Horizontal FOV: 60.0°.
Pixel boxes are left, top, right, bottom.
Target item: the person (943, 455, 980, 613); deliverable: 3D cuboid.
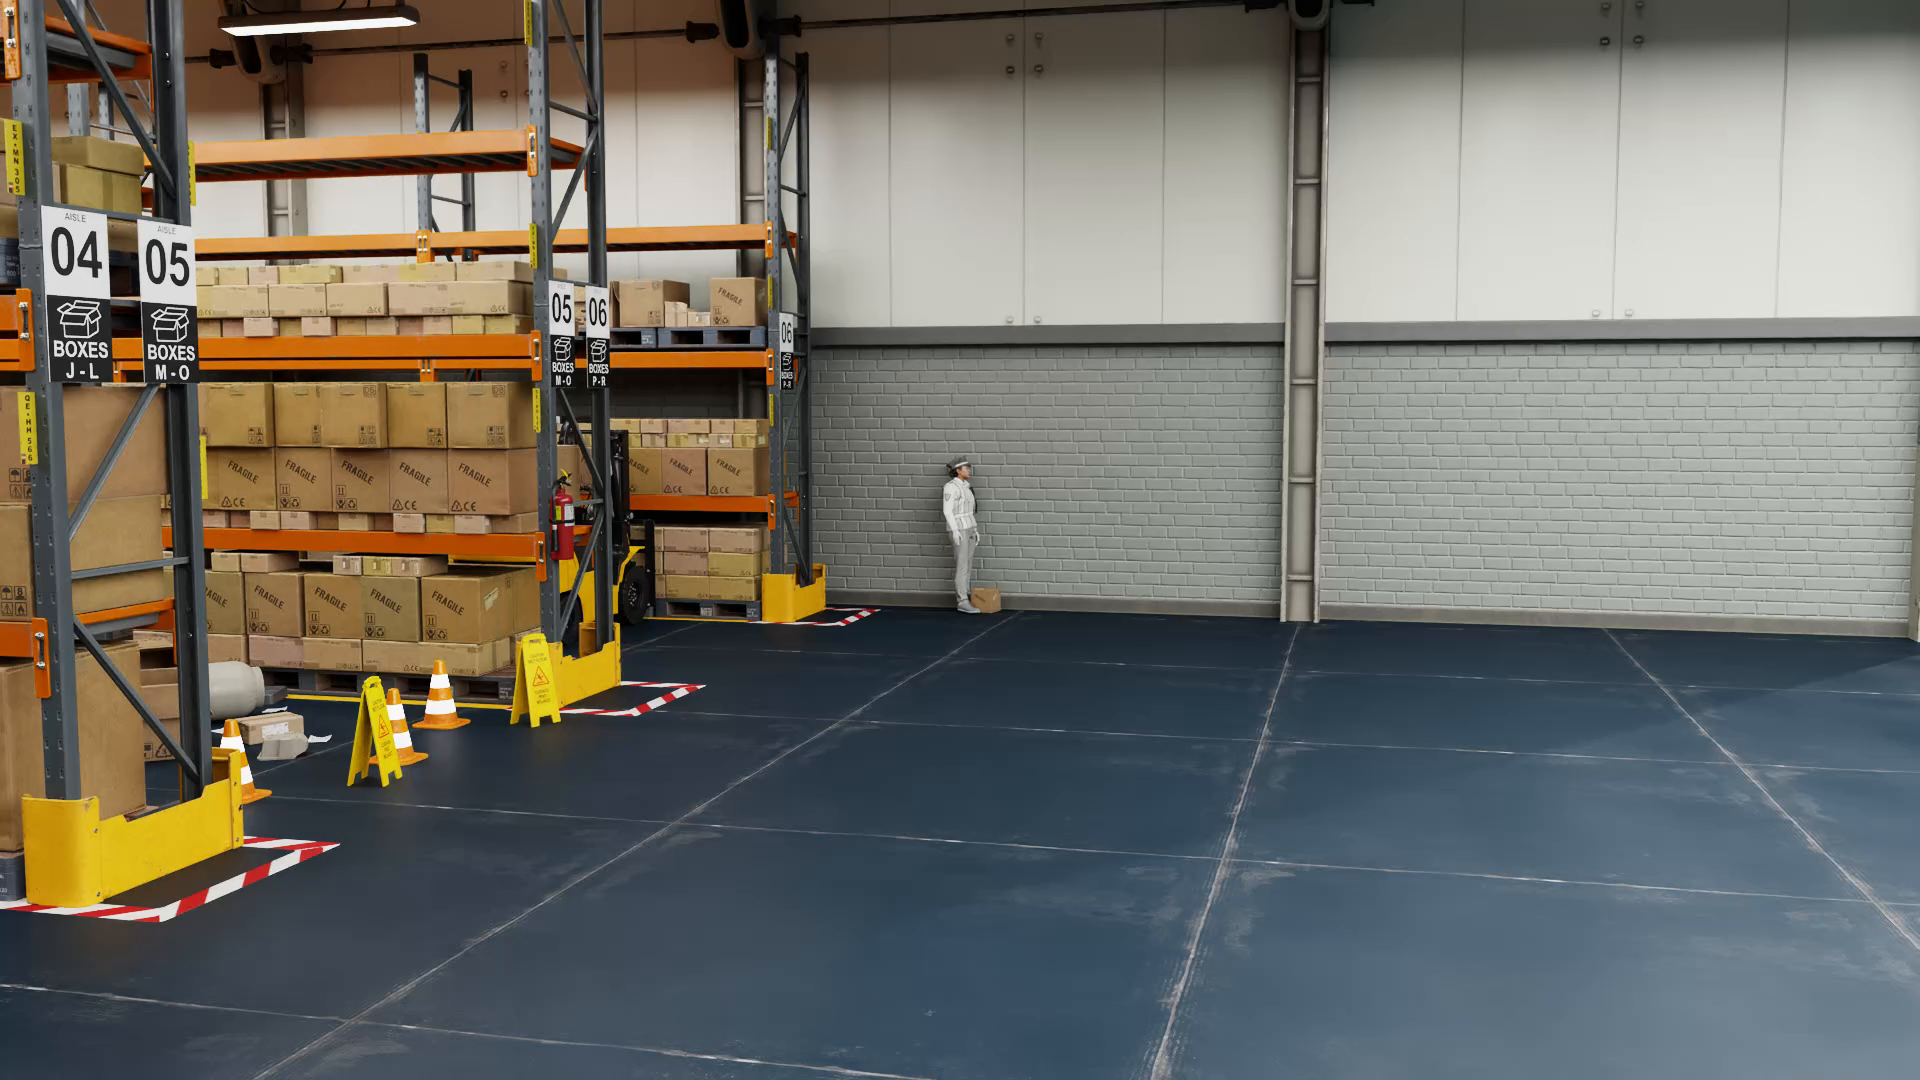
[{"bbox_3d":[0.085,-0.079,18.160,0.529,1.694,0.587,2,6,27],"label":"person"}]
